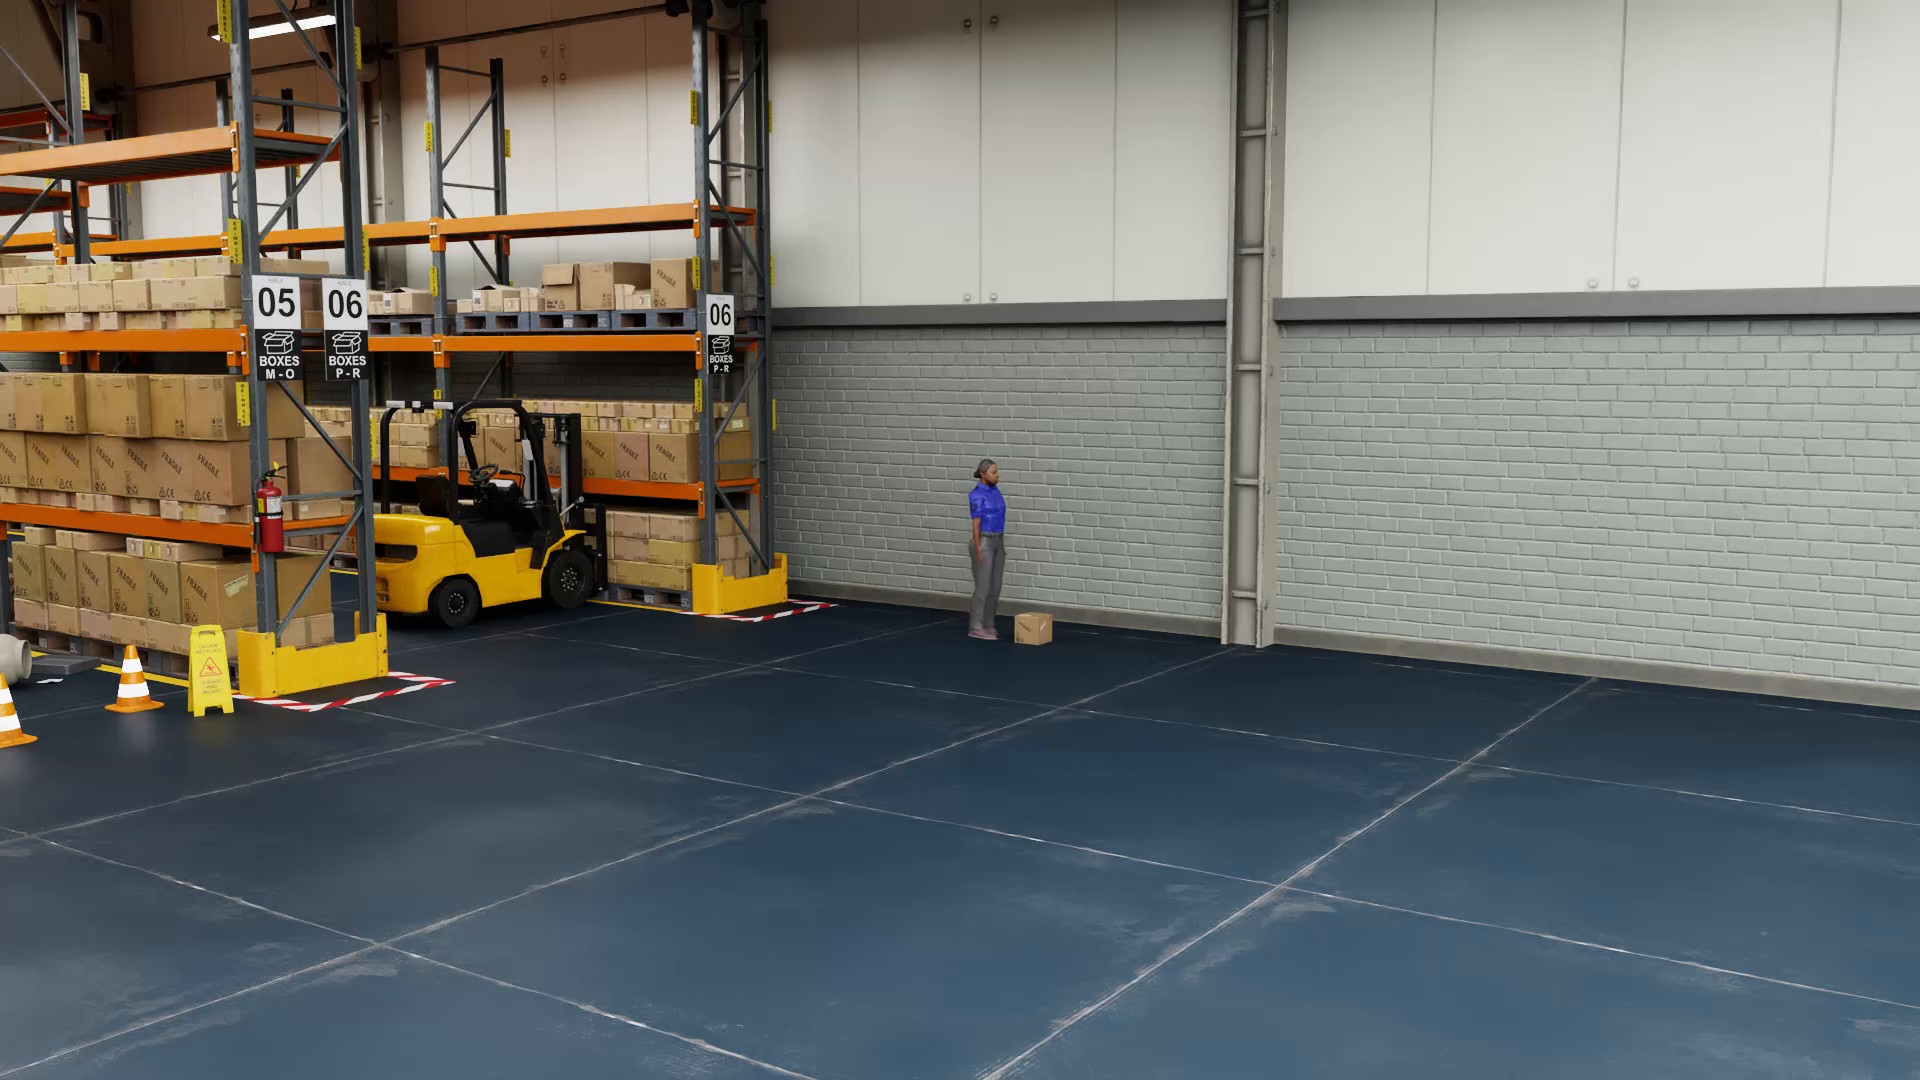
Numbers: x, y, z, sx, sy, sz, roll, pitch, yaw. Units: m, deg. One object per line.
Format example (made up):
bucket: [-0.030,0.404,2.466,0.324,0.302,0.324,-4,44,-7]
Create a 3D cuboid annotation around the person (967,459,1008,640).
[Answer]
person: [0.262,0.092,15.346,0.323,1.682,0.435,4,8,35]
